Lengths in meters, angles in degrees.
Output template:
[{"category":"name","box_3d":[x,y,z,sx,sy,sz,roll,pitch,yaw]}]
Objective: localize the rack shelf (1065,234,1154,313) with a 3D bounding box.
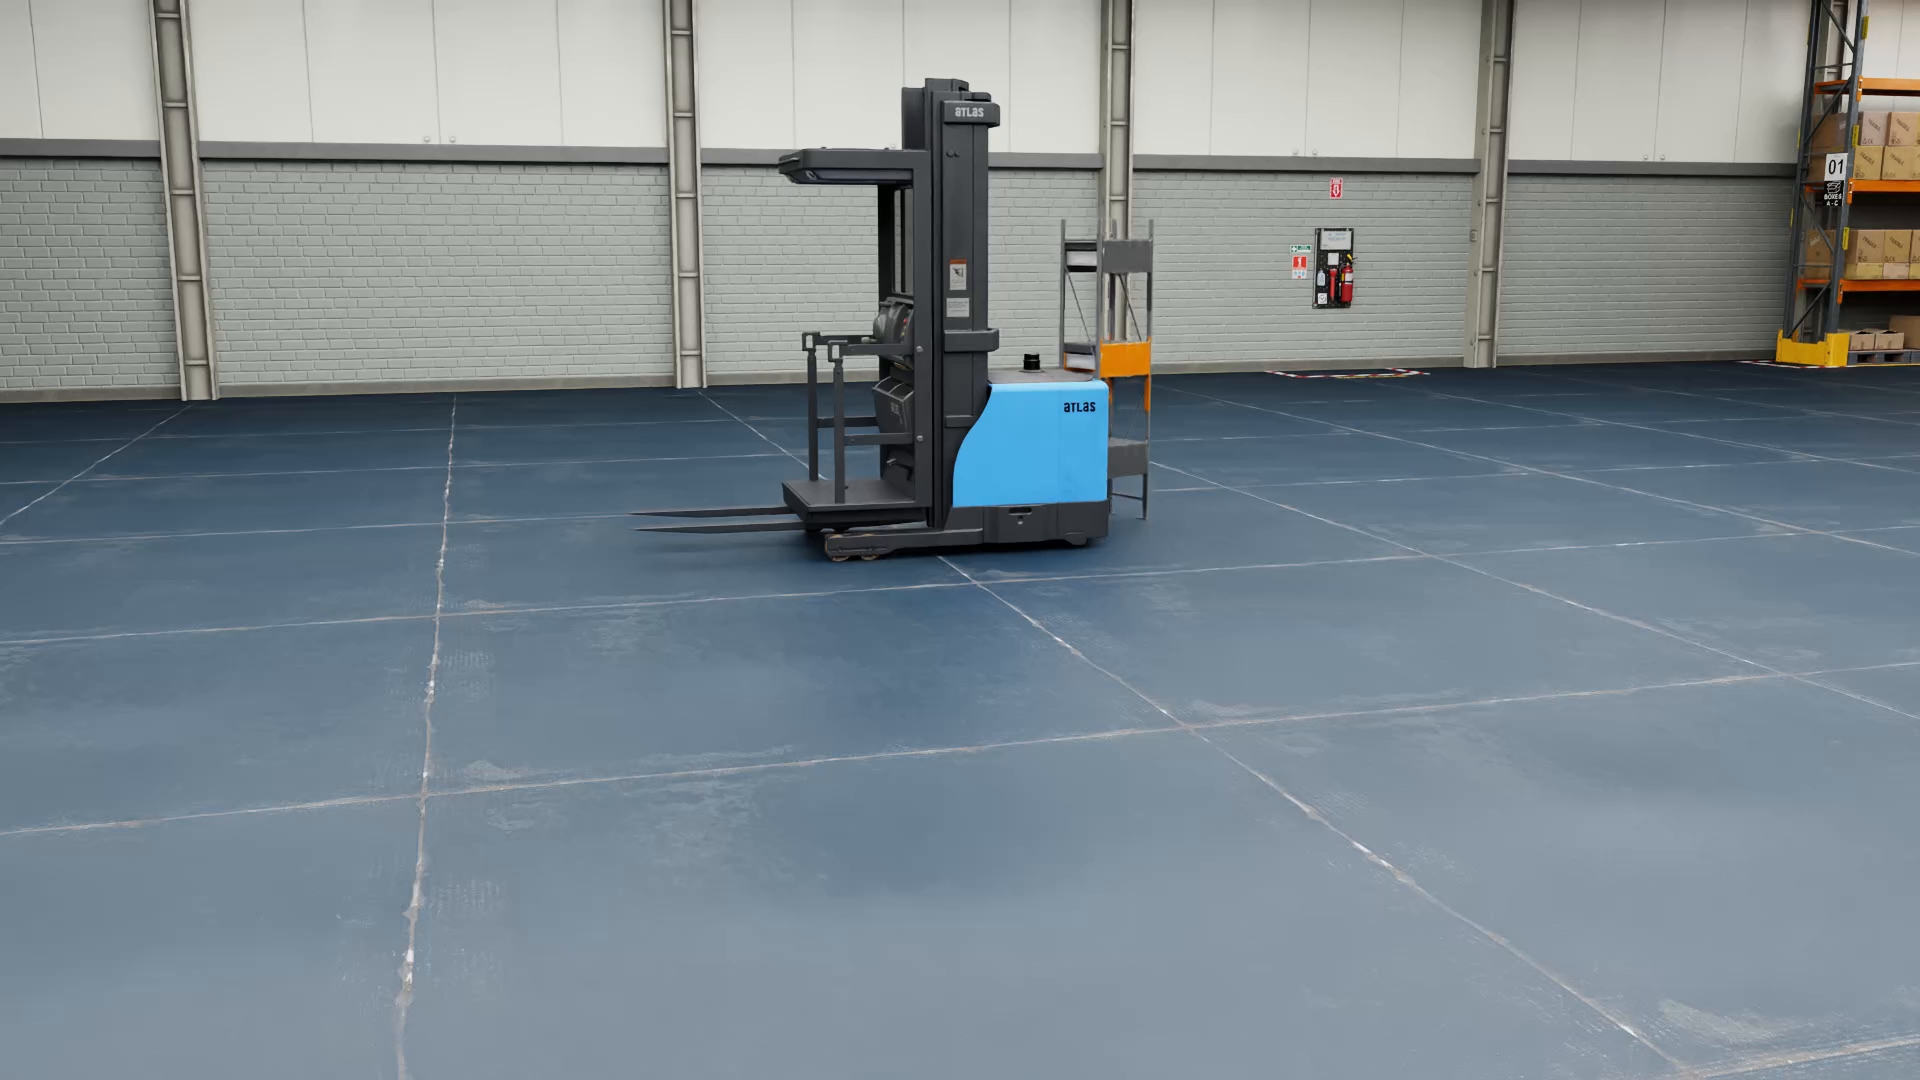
[{"category":"rack shelf","box_3d":[1.012,-1.845,11.479,0.480,0.518,0.431,-8,13,-38]}]

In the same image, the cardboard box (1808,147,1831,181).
[{"category":"cardboard box","box_3d":[13.598,-5.839,25.864,0.500,0.500,0.500,-2,11,-12]}]

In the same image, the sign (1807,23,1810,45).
[{"category":"sign","box_3d":[13.132,-7.825,25.680,0.005,0.325,0.100,-3,11,-16]}]

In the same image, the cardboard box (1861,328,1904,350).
[{"category":"cardboard box","box_3d":[14.505,-3.182,26.258,0.500,0.311,0.500,-2,11,-11]}]

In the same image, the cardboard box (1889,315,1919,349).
[{"category":"cardboard box","box_3d":[15.223,-3.304,26.395,0.500,0.500,0.700,-4,11,-20]}]

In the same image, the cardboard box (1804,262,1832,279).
[{"category":"cardboard box","box_3d":[13.662,-4.233,26.116,0.500,0.250,0.500,-3,11,-15]}]

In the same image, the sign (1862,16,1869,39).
[{"category":"sign","box_3d":[13.419,-7.594,24.645,0.005,0.325,0.100,-3,11,-16]}]

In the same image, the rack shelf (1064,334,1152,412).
[{"category":"rack shelf","box_3d":[1.011,-1.157,11.605,0.480,0.518,0.431,-8,13,-38]}]

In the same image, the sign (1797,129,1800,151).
[{"category":"sign","box_3d":[13.132,-6.248,25.970,0.005,0.325,0.100,-3,11,-16]}]

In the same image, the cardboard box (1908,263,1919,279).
[{"category":"cardboard box","box_3d":[14.810,-4.199,25.929,0.500,0.250,0.500,-3,11,-17]}]

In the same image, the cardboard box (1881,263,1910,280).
[{"category":"cardboard box","box_3d":[14.320,-4.174,25.795,0.500,0.250,0.500,-3,11,-18]}]

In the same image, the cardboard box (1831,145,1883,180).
[{"category":"cardboard box","box_3d":[13.659,-5.748,25.366,0.500,0.500,0.500,-3,11,-14]}]

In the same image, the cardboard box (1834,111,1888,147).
[{"category":"cardboard box","box_3d":[13.706,-6.243,25.296,0.500,0.500,0.500,-4,11,-20]}]

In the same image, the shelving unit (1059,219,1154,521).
[{"category":"shelving unit","box_3d":[1.011,-1.170,11.602,0.503,2.100,0.431,-8,13,-38]}]

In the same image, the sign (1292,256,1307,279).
[{"category":"sign","box_3d":[4.994,-4.011,24.451,0.234,0.329,0.001,-3,11,-16]}]

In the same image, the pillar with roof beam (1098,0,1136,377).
[{"category":"pillar with roof beam","box_3d":[3.380,-6.020,18.895,0.400,9.000,9.100,-3,11,-16]}]

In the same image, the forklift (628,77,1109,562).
[{"category":"forklift","box_3d":[-0.609,-1.413,10.628,3.031,2.935,1.130,-3,11,-14]}]

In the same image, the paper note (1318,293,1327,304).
[{"category":"paper note","box_3d":[5.365,-3.573,24.605,0.142,0.148,0.016,-3,11,-16]}]

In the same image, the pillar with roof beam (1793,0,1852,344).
[{"category":"pillar with roof beam","box_3d":[14.901,-6.628,22.193,0.400,9.000,9.100,-3,11,-16]}]

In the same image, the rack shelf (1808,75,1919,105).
[{"category":"rack shelf","box_3d":[15.188,-6.936,25.865,4.000,0.370,1.077,-3,11,-16]}]

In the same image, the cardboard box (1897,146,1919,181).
[{"category":"cardboard box","box_3d":[14.682,-5.796,25.626,0.500,0.500,0.500,-2,11,-13]}]

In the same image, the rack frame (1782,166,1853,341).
[{"category":"rack frame","box_3d":[13.268,-4.240,25.792,0.127,3.000,1.000,-3,11,-16]}]

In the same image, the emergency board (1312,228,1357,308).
[{"category":"emergency board","box_3d":[5.554,-4.004,24.509,0.643,1.169,0.194,-3,11,-16]}]

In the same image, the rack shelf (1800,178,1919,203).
[{"category":"rack shelf","box_3d":[15.188,-5.462,26.136,4.000,0.370,1.077,-3,11,-16]}]

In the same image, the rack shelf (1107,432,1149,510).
[{"category":"rack shelf","box_3d":[1.011,-0.468,11.731,0.480,0.518,0.431,-8,13,-38]}]

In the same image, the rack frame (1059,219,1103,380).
[{"category":"rack frame","box_3d":[0.822,-1.143,11.451,0.015,2.100,0.400,-8,13,-38]}]

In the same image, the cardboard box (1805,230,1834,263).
[{"category":"cardboard box","box_3d":[13.661,-4.606,26.067,0.500,0.500,0.500,-3,11,-17]}]

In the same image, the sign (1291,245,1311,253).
[{"category":"sign","box_3d":[5.001,-4.270,24.396,0.331,0.109,0.001,-3,11,-16]}]

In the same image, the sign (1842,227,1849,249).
[{"category":"sign","box_3d":[13.420,-4.571,25.202,0.005,0.325,0.100,-3,11,-16]}]

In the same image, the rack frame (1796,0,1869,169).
[{"category":"rack frame","box_3d":[13.268,-7.190,25.249,0.127,3.000,1.000,-3,11,-16]}]

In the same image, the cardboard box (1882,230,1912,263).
[{"category":"cardboard box","box_3d":[14.287,-4.540,25.710,0.500,0.500,0.500,-3,11,-16]}]

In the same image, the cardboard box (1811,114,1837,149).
[{"category":"cardboard box","box_3d":[13.609,-6.333,25.785,0.500,0.500,0.500,-3,11,-13]}]

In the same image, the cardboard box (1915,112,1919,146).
[{"category":"cardboard box","box_3d":[14.690,-6.288,25.538,0.500,0.500,0.500,-3,11,-14]}]

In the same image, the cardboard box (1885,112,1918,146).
[{"category":"cardboard box","box_3d":[14.201,-6.260,25.386,0.500,0.500,0.500,-3,11,-17]}]

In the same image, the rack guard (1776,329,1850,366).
[{"category":"rack guard","box_3d":[13.341,-3.014,26.040,0.348,0.500,1.175,-3,11,-16]}]

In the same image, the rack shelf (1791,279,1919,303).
[{"category":"rack shelf","box_3d":[15.188,-3.987,26.407,4.000,0.370,1.077,-3,11,-16]}]

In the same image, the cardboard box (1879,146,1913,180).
[{"category":"cardboard box","box_3d":[14.184,-5.769,25.480,0.500,0.500,0.500,-2,11,-12]}]

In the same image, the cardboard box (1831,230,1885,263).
[{"category":"cardboard box","box_3d":[13.810,-4.517,25.584,0.500,0.500,0.500,-3,11,-16]}]

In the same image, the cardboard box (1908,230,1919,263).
[{"category":"cardboard box","box_3d":[14.785,-4.565,25.846,0.500,0.500,0.500,-3,11,-18]}]

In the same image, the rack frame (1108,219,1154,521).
[{"category":"rack frame","box_3d":[1.201,-1.198,11.753,0.015,2.100,0.400,-8,13,-38]}]

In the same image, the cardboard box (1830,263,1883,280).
[{"category":"cardboard box","box_3d":[13.825,-4.145,25.639,0.500,0.250,0.500,-3,11,-18]}]

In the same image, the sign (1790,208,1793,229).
[{"category":"sign","box_3d":[13.132,-5.062,26.189,0.005,0.325,0.100,-3,11,-16]}]

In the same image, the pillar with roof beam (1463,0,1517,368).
[{"category":"pillar with roof beam","box_3d":[9.141,-6.324,20.544,0.400,9.000,9.100,-3,11,-16]}]

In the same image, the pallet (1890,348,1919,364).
[{"category":"pallet","box_3d":[15.300,-2.968,26.588,1.213,0.211,1.003,-3,11,-16]}]

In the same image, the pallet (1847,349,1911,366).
[{"category":"pallet","box_3d":[14.131,-2.907,26.256,1.213,0.211,1.003,-3,11,-16]}]

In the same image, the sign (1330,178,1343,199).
[{"category":"sign","box_3d":[5.518,-5.161,24.391,0.199,0.298,0.001,-3,11,-16]}]

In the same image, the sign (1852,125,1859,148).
[{"category":"sign","box_3d":[13.420,-6.051,24.929,0.005,0.325,0.100,-3,11,-16]}]

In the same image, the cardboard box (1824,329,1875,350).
[{"category":"cardboard box","box_3d":[13.957,-3.153,26.101,0.500,0.311,0.500,-4,11,-22]}]

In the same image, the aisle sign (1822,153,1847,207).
[{"category":"aisle sign","box_3d":[13.283,-5.463,25.254,0.004,0.787,0.394,-3,11,-16]}]

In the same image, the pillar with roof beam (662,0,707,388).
[{"category":"pillar with roof beam","box_3d":[-2.381,-5.717,17.246,0.400,9.000,9.100,-3,11,-16]}]

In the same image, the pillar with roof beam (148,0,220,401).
[{"category":"pillar with roof beam","box_3d":[-8.142,-5.413,15.596,0.400,9.000,9.100,-3,11,-16]}]
